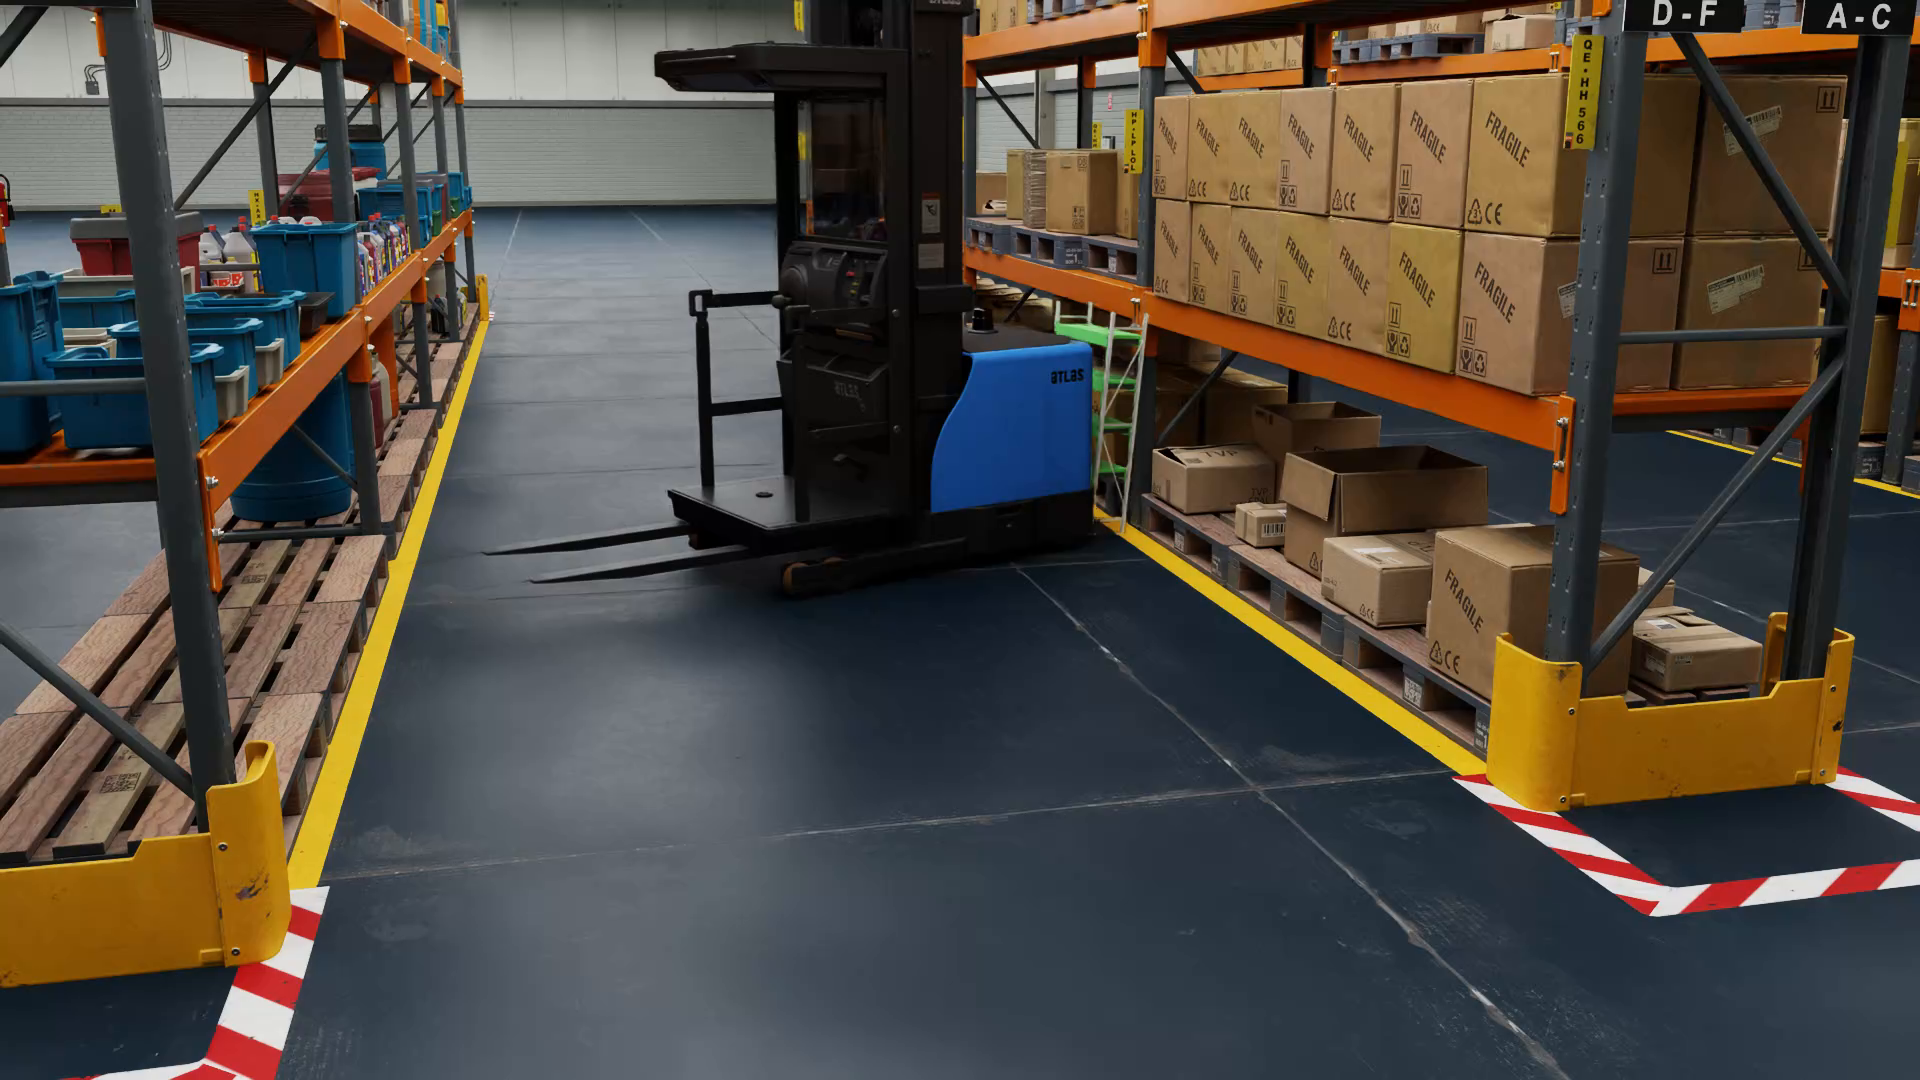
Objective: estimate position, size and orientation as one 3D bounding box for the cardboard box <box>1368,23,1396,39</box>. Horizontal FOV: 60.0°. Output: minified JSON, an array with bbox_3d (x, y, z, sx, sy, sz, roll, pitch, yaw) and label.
[{"bbox_3d":[4.435,-5.258,16.711,0.500,0.500,0.500,-1,14,-5],"label":"cardboard box"}]

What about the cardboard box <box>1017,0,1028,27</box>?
[{"bbox_3d":[0.886,-3.648,11.008,0.910,0.500,0.500,-3,14,-13],"label":"cardboard box"}]

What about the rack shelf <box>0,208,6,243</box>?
[{"bbox_3d":[-10.530,-2.962,16.247,1.077,0.370,4.000,-3,14,-13],"label":"rack shelf"}]

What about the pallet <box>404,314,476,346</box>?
[{"bbox_3d":[-5.653,-2.211,17.532,1.003,0.211,1.213,-3,14,-13],"label":"pallet"}]

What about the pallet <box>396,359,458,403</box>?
[{"bbox_3d":[-4.734,-1.311,13.847,1.003,0.211,1.213,-3,14,-13],"label":"pallet"}]

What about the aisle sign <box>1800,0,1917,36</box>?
[{"bbox_3d":[2.689,-1.897,4.893,0.394,0.787,0.004,-3,14,-13],"label":"aisle sign"}]

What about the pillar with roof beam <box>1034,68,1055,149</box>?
[{"bbox_3d":[-2.553,-9.931,30.614,9.100,9.000,0.400,-3,14,-13],"label":"pillar with roof beam"}]

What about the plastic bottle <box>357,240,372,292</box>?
[{"bbox_3d":[-3.192,-1.459,8.850,0.097,0.271,0.097,0,14,0],"label":"plastic bottle"}]

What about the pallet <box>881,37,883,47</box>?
[{"bbox_3d":[-0.211,-4.563,15.367,0.805,0.209,1.217,-4,14,-15],"label":"pallet"}]

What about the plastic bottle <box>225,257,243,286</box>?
[{"bbox_3d":[-3.743,-1.353,8.562,0.097,0.201,0.097,0,14,0],"label":"plastic bottle"}]

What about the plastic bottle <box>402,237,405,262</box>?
[{"bbox_3d":[-3.711,-1.934,10.942,0.097,0.201,0.097,0,14,0],"label":"plastic bottle"}]

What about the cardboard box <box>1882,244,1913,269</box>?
[{"bbox_3d":[5.908,-1.783,10.391,0.380,0.149,0.250,-3,14,-13],"label":"cardboard box"}]

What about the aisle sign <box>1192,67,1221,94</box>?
[{"bbox_3d":[3.136,-5.864,21.131,0.394,0.787,0.004,-3,14,-13],"label":"aisle sign"}]

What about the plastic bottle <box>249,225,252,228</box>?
[{"bbox_3d":[-4.292,-1.760,10.056,0.061,0.283,0.133,-3,14,-13],"label":"plastic bottle"}]

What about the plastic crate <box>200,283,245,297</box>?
[{"bbox_3d":[-3.397,-1.066,7.401,0.396,0.136,0.243,-3,14,-13],"label":"plastic crate"}]

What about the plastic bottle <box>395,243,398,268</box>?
[{"bbox_3d":[-3.573,-1.799,10.391,0.097,0.201,0.097,0,14,0],"label":"plastic bottle"}]

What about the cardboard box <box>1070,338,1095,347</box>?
[{"bbox_3d":[1.078,-1.156,11.679,0.500,0.500,0.500,-4,14,-15],"label":"cardboard box"}]

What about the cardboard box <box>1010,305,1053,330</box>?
[{"bbox_3d":[0.672,-1.757,13.524,0.500,0.311,0.500,-3,14,-11],"label":"cardboard box"}]

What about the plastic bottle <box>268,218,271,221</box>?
[{"bbox_3d":[-4.486,-1.951,10.837,0.061,0.283,0.133,-3,14,-13],"label":"plastic bottle"}]

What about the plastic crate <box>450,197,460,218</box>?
[{"bbox_3d":[-5.290,-3.352,16.775,0.450,0.188,0.662,-3,14,-13],"label":"plastic crate"}]

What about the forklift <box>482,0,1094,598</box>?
[{"bbox_3d":[-0.799,-1.293,8.044,3.031,2.935,1.130,-9,17,-33],"label":"forklift"}]

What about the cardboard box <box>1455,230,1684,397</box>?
[{"bbox_3d":[2.018,-0.770,5.548,0.500,0.500,0.500,-3,14,-11],"label":"cardboard box"}]

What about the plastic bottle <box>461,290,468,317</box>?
[{"bbox_3d":[-5.283,-2.518,17.710,0.061,0.283,0.133,-3,14,-12],"label":"plastic bottle"}]

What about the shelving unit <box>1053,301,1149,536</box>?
[{"bbox_3d":[0.709,-0.668,9.050,0.258,1.200,0.503,-3,16,-33],"label":"shelving unit"}]

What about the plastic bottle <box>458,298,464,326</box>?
[{"bbox_3d":[-5.075,-2.314,16.874,0.061,0.283,0.133,-3,14,-11],"label":"plastic bottle"}]

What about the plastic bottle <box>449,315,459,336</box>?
[{"bbox_3d":[-4.895,-2.113,16.076,0.097,0.271,0.097,0,14,0],"label":"plastic bottle"}]

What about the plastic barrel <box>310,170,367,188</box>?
[{"bbox_3d":[-4.961,-2.690,13.332,0.433,0.535,0.433,0,14,0],"label":"plastic barrel"}]

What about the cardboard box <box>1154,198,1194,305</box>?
[{"bbox_3d":[1.303,-1.472,8.420,0.500,0.500,0.500,-3,14,-12],"label":"cardboard box"}]

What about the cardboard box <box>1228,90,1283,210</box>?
[{"bbox_3d":[1.528,-1.728,7.363,0.500,0.500,0.500,-4,14,-15],"label":"cardboard box"}]

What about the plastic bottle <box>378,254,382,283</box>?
[{"bbox_3d":[-3.324,-1.554,9.387,0.097,0.201,0.097,0,14,0],"label":"plastic bottle"}]

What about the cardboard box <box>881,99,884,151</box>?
[{"bbox_3d":[-0.541,-4.182,16.781,0.700,0.500,0.500,-3,14,-13],"label":"cardboard box"}]

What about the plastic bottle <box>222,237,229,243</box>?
[{"bbox_3d":[-3.978,-1.494,8.983,0.152,0.276,0.135,-3,14,-13],"label":"plastic bottle"}]

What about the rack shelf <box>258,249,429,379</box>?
[{"bbox_3d":[-3.837,-1.393,9.823,1.077,0.370,4.000,-3,14,-13],"label":"rack shelf"}]

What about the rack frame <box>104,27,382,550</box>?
[{"bbox_3d":[-3.367,-1.281,7.849,1.000,3.000,0.127,-3,14,-13],"label":"rack frame"}]

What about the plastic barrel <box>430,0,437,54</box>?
[{"bbox_3d":[-4.916,-4.722,14.557,0.600,0.901,0.708,-3,14,-13],"label":"plastic barrel"}]

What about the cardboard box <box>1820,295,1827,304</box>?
[{"bbox_3d":[5.772,-1.340,11.737,0.750,0.750,0.750,-3,14,-11],"label":"cardboard box"}]

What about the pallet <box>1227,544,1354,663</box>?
[{"bbox_3d":[1.899,0.239,7.504,1.003,0.211,1.213,-3,14,-13],"label":"pallet"}]

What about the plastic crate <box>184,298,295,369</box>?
[{"bbox_3d":[-2.475,-0.685,5.636,0.416,0.233,0.300,-3,14,-13],"label":"plastic crate"}]

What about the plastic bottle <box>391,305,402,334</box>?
[{"bbox_3d":[-5.537,-2.194,16.241,0.144,0.351,0.185,-3,14,-13],"label":"plastic bottle"}]

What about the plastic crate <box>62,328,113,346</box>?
[{"bbox_3d":[-3.026,-0.635,5.635,0.298,0.136,0.250,-3,14,-13],"label":"plastic crate"}]

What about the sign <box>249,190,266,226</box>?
[{"bbox_3d":[-4.840,-2.251,11.475,0.100,0.325,0.005,-3,14,-13],"label":"sign"}]

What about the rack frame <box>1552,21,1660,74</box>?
[{"bbox_3d":[5.323,-2.756,13.886,1.000,3.000,0.127,-3,14,-13],"label":"rack frame"}]

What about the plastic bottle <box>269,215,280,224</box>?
[{"bbox_3d":[-4.044,-1.744,9.850,0.144,0.351,0.185,-3,14,-13],"label":"plastic bottle"}]

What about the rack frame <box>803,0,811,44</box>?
[{"bbox_3d":[-1.370,-7.239,19.595,1.000,3.000,0.127,-3,14,-13],"label":"rack frame"}]

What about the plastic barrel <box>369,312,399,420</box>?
[{"bbox_3d":[-4.175,-1.241,11.376,0.600,0.830,0.708,-3,14,-13],"label":"plastic barrel"}]

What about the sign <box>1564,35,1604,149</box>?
[{"bbox_3d":[1.844,-1.323,4.916,0.100,0.325,0.005,-3,14,-13],"label":"sign"}]

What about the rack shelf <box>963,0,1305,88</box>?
[{"bbox_3d":[0.979,-3.125,10.594,1.077,0.370,4.000,-3,14,-13],"label":"rack shelf"}]

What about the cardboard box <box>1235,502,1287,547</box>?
[{"bbox_3d":[1.550,-0.085,8.000,0.380,0.166,0.250,-3,14,-13],"label":"cardboard box"}]

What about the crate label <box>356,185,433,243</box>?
[{"bbox_3d":[-4.277,-2.465,12.622,0.502,0.435,0.616,-3,14,-13],"label":"crate label"}]

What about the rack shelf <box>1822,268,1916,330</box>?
[{"bbox_3d":[5.793,-1.945,12.083,1.077,0.370,4.000,-3,14,-13],"label":"rack shelf"}]

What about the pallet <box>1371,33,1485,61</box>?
[{"bbox_3d":[4.672,-4.657,15.744,1.213,0.211,1.003,-3,14,-13],"label":"pallet"}]

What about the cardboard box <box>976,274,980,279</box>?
[{"bbox_3d":[-0.057,-2.465,16.423,0.500,0.311,0.500,-3,14,-13],"label":"cardboard box"}]

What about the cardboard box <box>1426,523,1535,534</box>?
[{"bbox_3d":[2.301,0.117,6.995,0.500,0.250,0.500,-3,14,-13],"label":"cardboard box"}]

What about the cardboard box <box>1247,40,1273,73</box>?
[{"bbox_3d":[3.644,-5.658,19.192,0.500,0.500,0.500,-2,14,-10],"label":"cardboard box"}]

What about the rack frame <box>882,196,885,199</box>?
[{"bbox_3d":[-0.430,-3.402,16.530,1.000,3.000,0.127,-3,14,-13],"label":"rack frame"}]

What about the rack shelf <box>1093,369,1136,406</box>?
[{"bbox_3d":[0.724,-0.839,9.010,0.258,0.148,0.480,-3,16,-33],"label":"rack shelf"}]
